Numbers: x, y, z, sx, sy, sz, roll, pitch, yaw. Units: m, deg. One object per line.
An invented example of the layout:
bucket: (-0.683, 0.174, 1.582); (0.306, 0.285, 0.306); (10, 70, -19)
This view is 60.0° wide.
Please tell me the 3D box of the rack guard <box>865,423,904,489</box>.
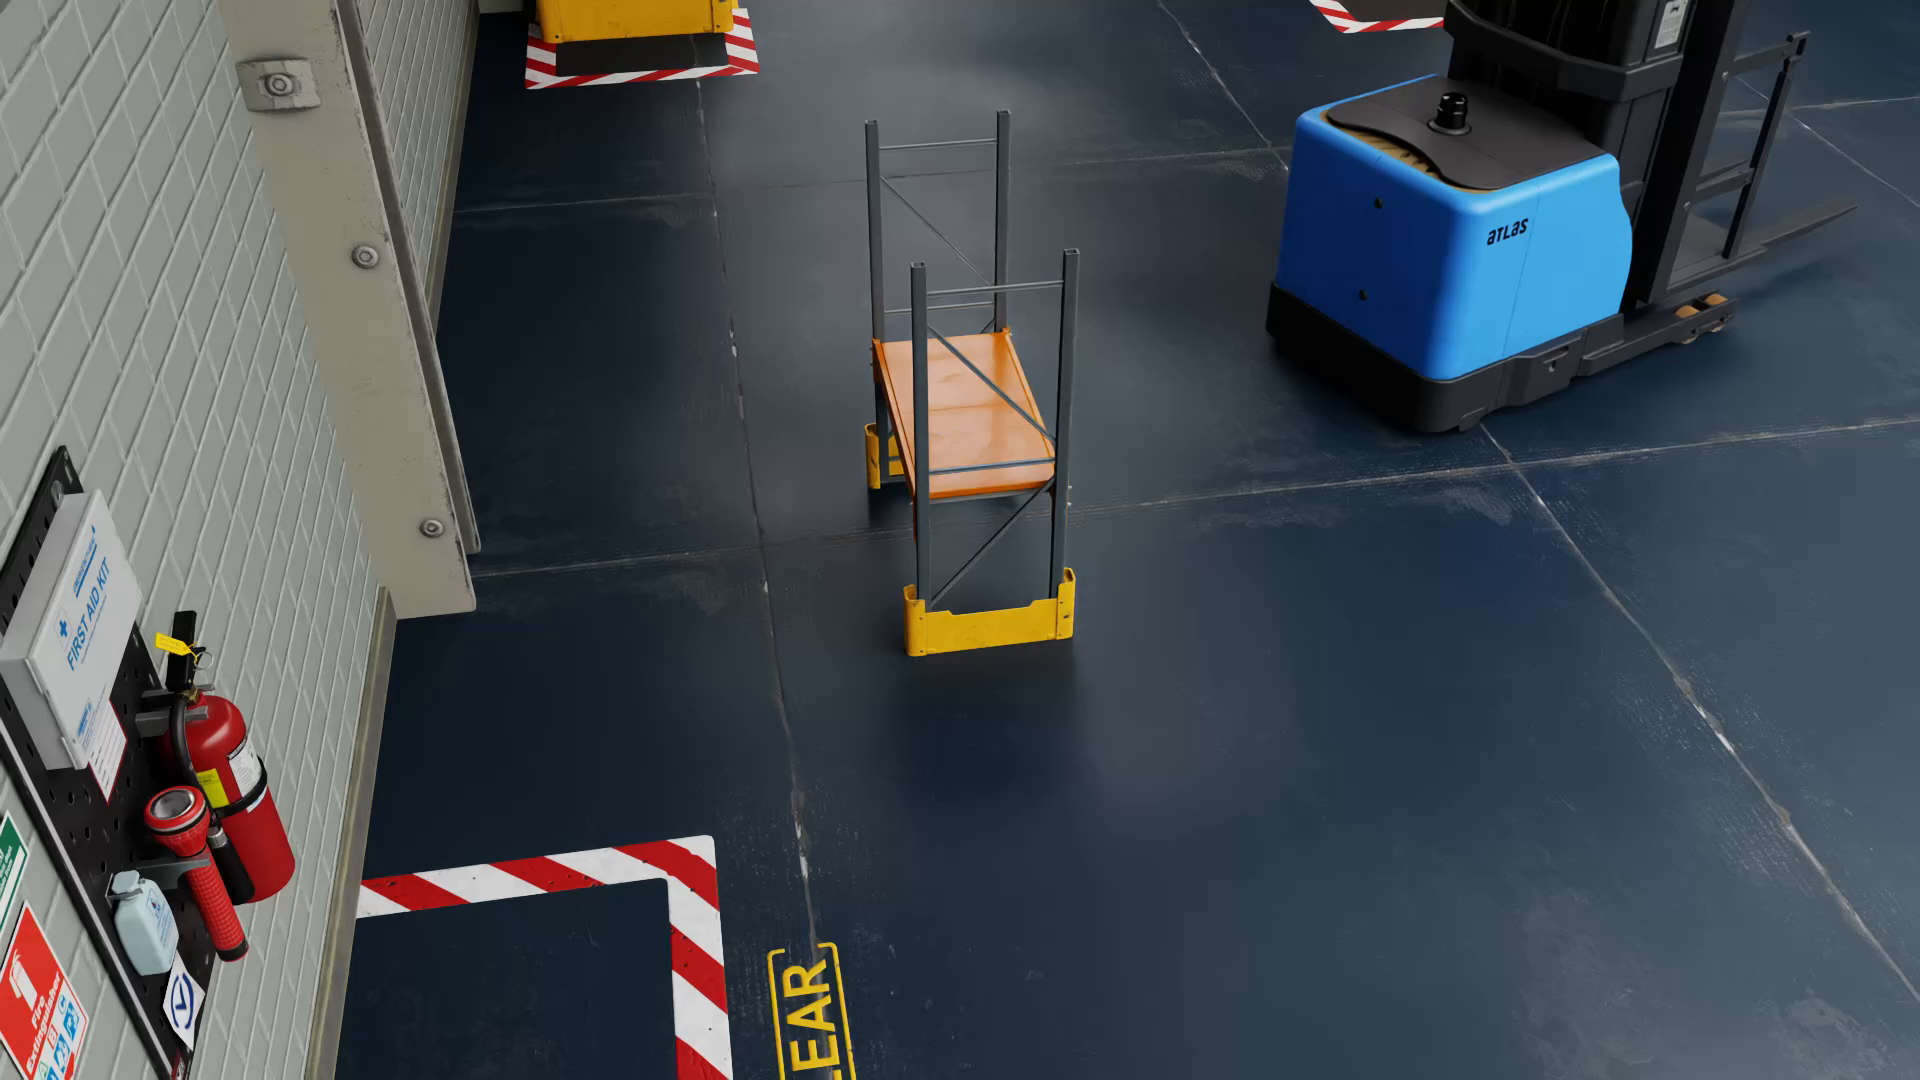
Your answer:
rack guard: (-0.074, -0.353, 6.501); (0.587, 0.250, 0.087); (-6, 38, -8)

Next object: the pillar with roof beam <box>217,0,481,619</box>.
pillar with roof beam: (2.324, -3.868, 3.895); (9.100, 9.000, 0.400); (-6, 38, -8)

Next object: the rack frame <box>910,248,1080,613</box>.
rack frame: (0.104, -0.234, 5.328); (0.500, 1.500, 0.032); (-6, 38, -8)

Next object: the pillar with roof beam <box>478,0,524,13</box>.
pillar with roof beam: (1.273, -7.493, 8.559); (9.100, 9.000, 0.400); (-6, 38, -8)

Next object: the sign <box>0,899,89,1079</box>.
sign: (-1.523, 0.791, 2.757); (0.001, 0.329, 0.234); (-6, 38, -8)

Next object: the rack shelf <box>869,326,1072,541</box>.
rack shelf: (0.015, -0.399, 5.834); (0.538, 0.185, 1.000); (-6, 38, -8)

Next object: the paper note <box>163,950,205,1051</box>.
paper note: (-1.555, 0.923, 3.336); (0.016, 0.148, 0.142); (-6, 38, -8)

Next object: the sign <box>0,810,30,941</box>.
sign: (-1.515, 0.578, 2.600); (0.001, 0.109, 0.331); (-6, 38, -8)

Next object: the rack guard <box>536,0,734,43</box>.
rack guard: (-2.005, -3.389, 10.205); (1.175, 0.500, 0.348); (-6, 38, -8)

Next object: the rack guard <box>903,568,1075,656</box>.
rack guard: (0.101, 0.248, 5.727); (0.587, 0.250, 0.087); (-6, 38, -8)

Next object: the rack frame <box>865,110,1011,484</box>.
rack frame: (-0.074, -0.848, 6.119); (0.500, 1.500, 0.032); (-6, 38, -8)

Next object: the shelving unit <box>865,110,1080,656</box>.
shelving unit: (0.013, -0.546, 5.731); (0.587, 1.500, 1.083); (-6, 38, -8)

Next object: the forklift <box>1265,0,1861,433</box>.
forklift: (2.865, -2.277, 6.792); (3.031, 2.935, 1.130); (-21, 43, -25)

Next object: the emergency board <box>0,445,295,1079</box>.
emergency board: (-1.518, 0.460, 3.212); (0.194, 1.169, 0.643); (-6, 38, -8)
